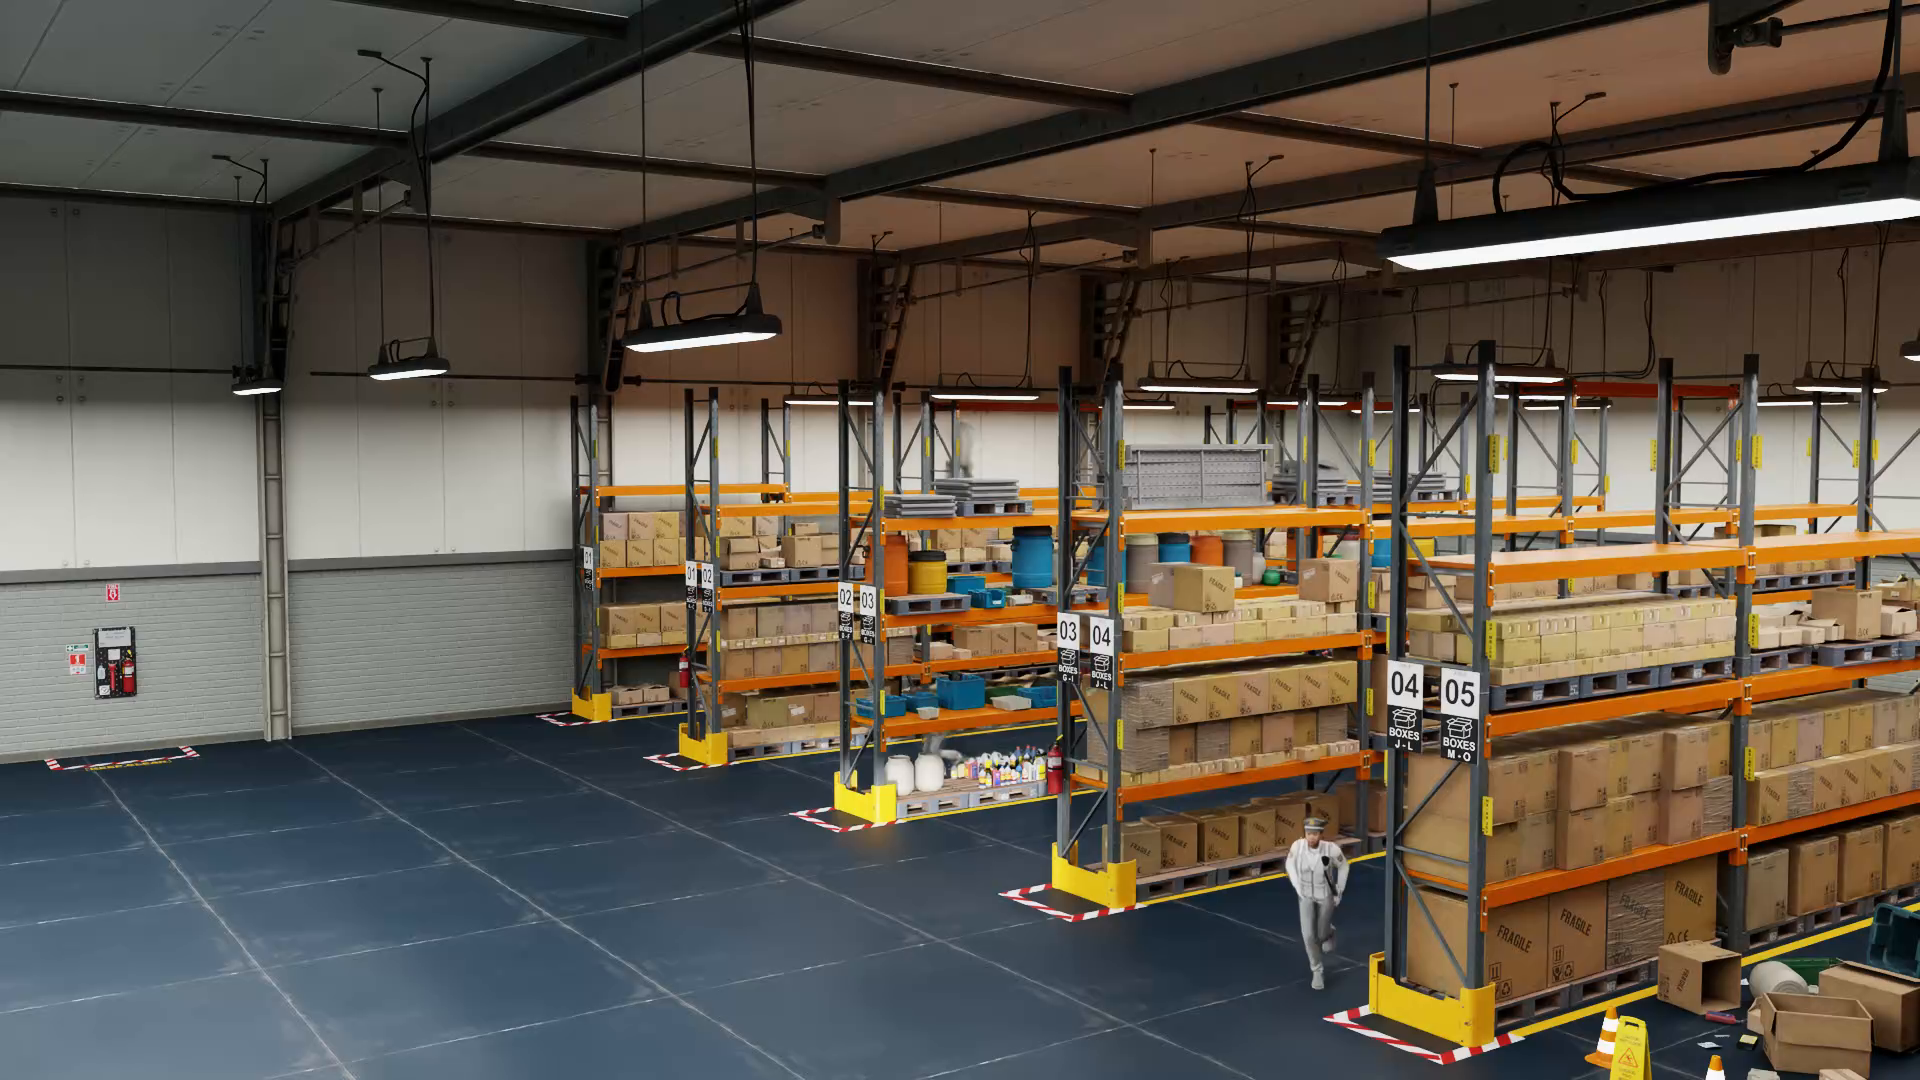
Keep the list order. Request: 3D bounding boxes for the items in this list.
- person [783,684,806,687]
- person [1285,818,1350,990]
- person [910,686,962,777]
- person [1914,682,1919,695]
[{"bbox_3d":[-2.920,2.453,30.448,0.885,1.700,0.643,-3,5,-42],"label":"person"},{"bbox_3d":[3.439,3.405,15.954,0.595,1.632,0.773,2,4,26],"label":"person"},{"bbox_3d":[-0.353,2.946,25.267,0.800,1.431,0.562,-1,4,-16],"label":"person"},{"bbox_3d":[15.383,2.769,26.225,0.660,1.613,0.626,2,4,28],"label":"person"}]
